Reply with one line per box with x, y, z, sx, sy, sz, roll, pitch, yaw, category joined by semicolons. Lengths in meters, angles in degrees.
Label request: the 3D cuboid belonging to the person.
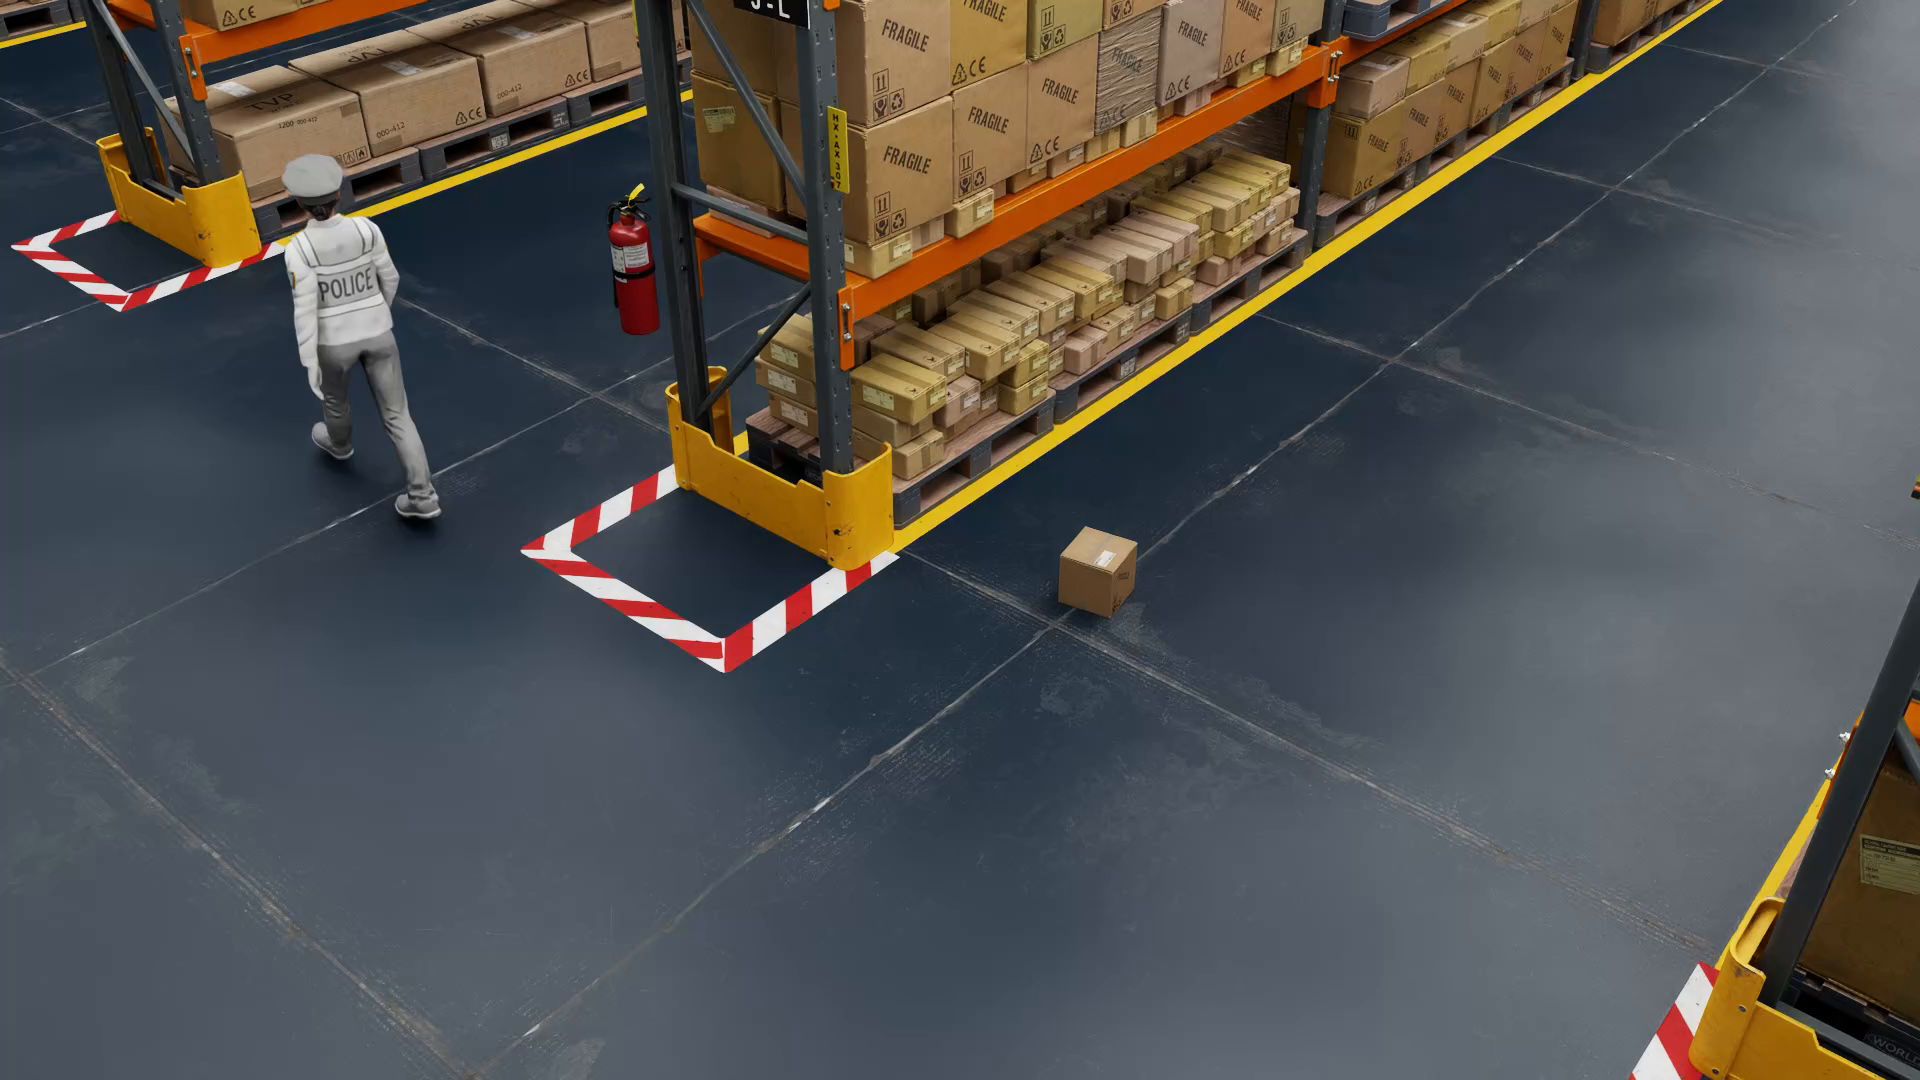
-2.740;-0.949;7.460;0.531;1.609;1.070;-20;40;-26;person
